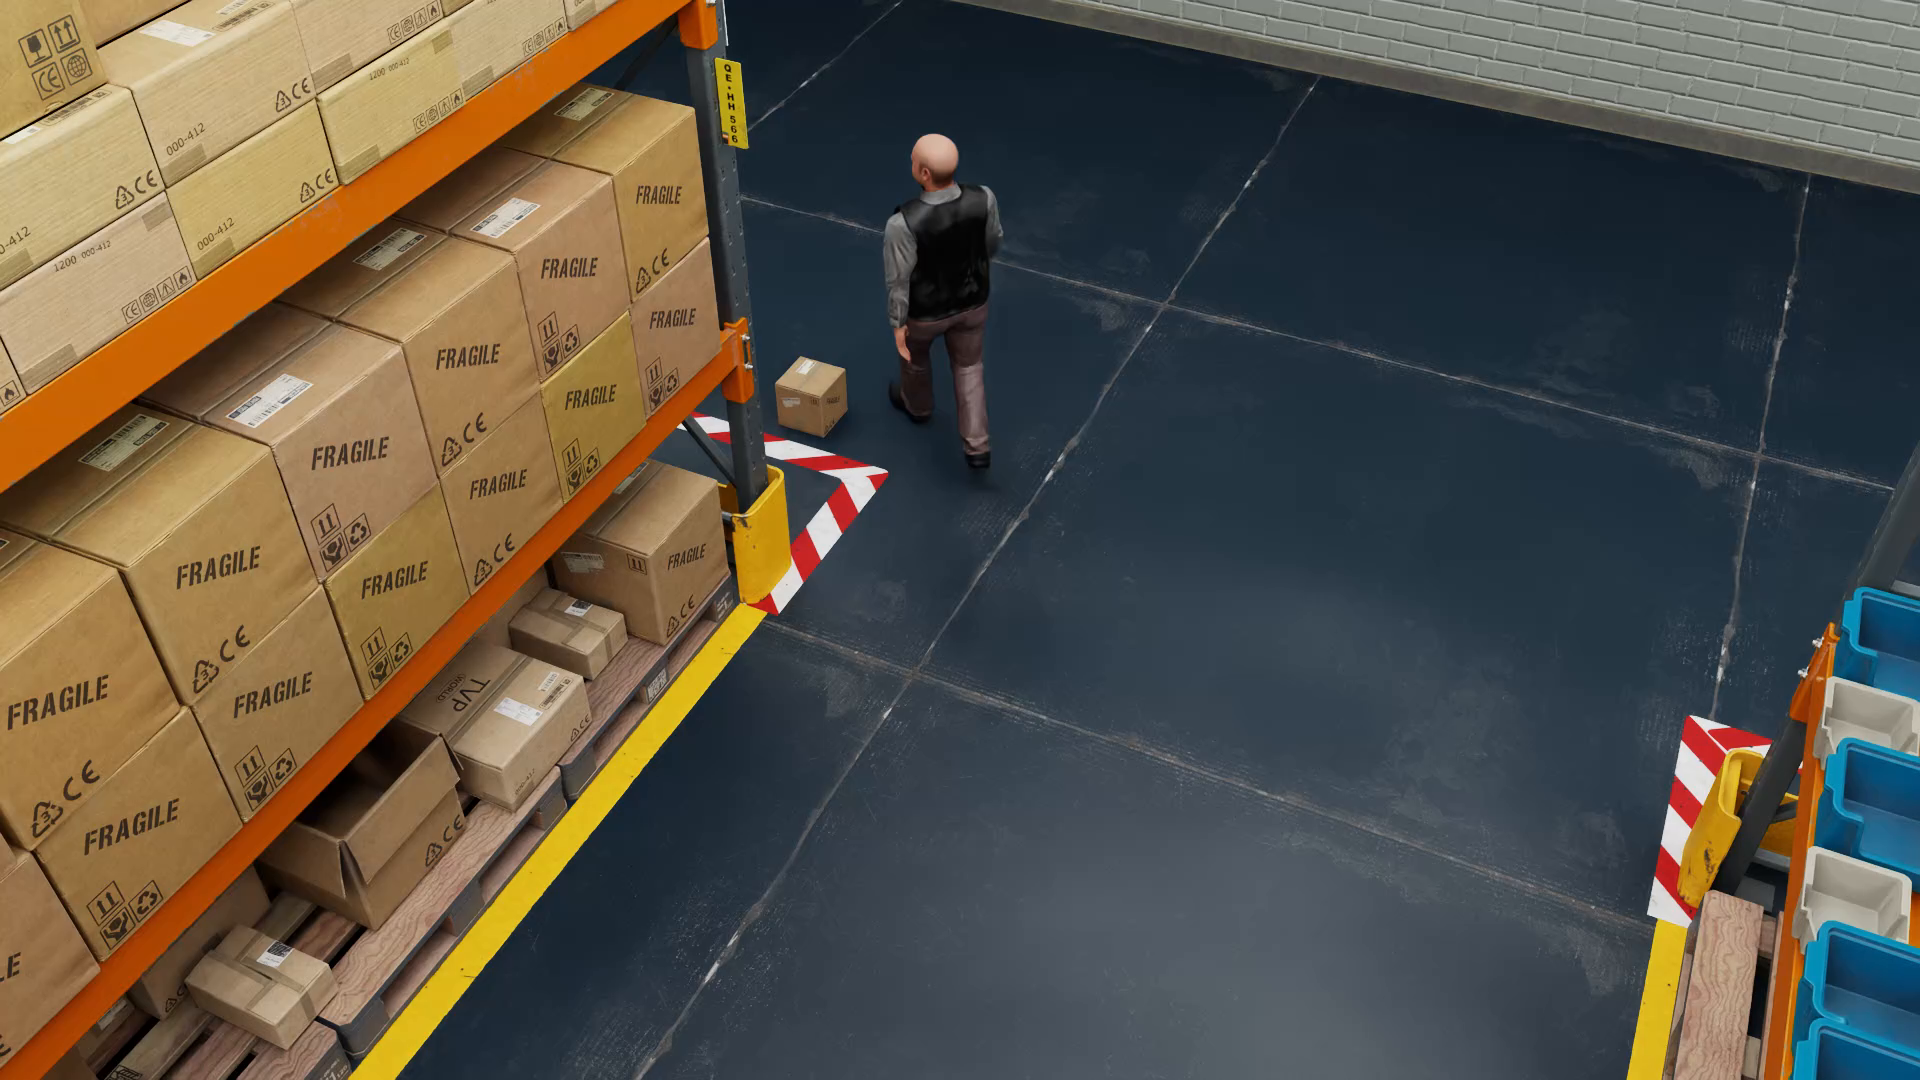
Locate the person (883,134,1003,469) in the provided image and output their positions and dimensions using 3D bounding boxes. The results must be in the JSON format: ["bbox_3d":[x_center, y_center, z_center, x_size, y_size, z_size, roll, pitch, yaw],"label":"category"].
[{"bbox_3d":[-0.104,-1.097,7.430,0.593,1.679,0.922,-16,44,-17],"label":"person"}]
